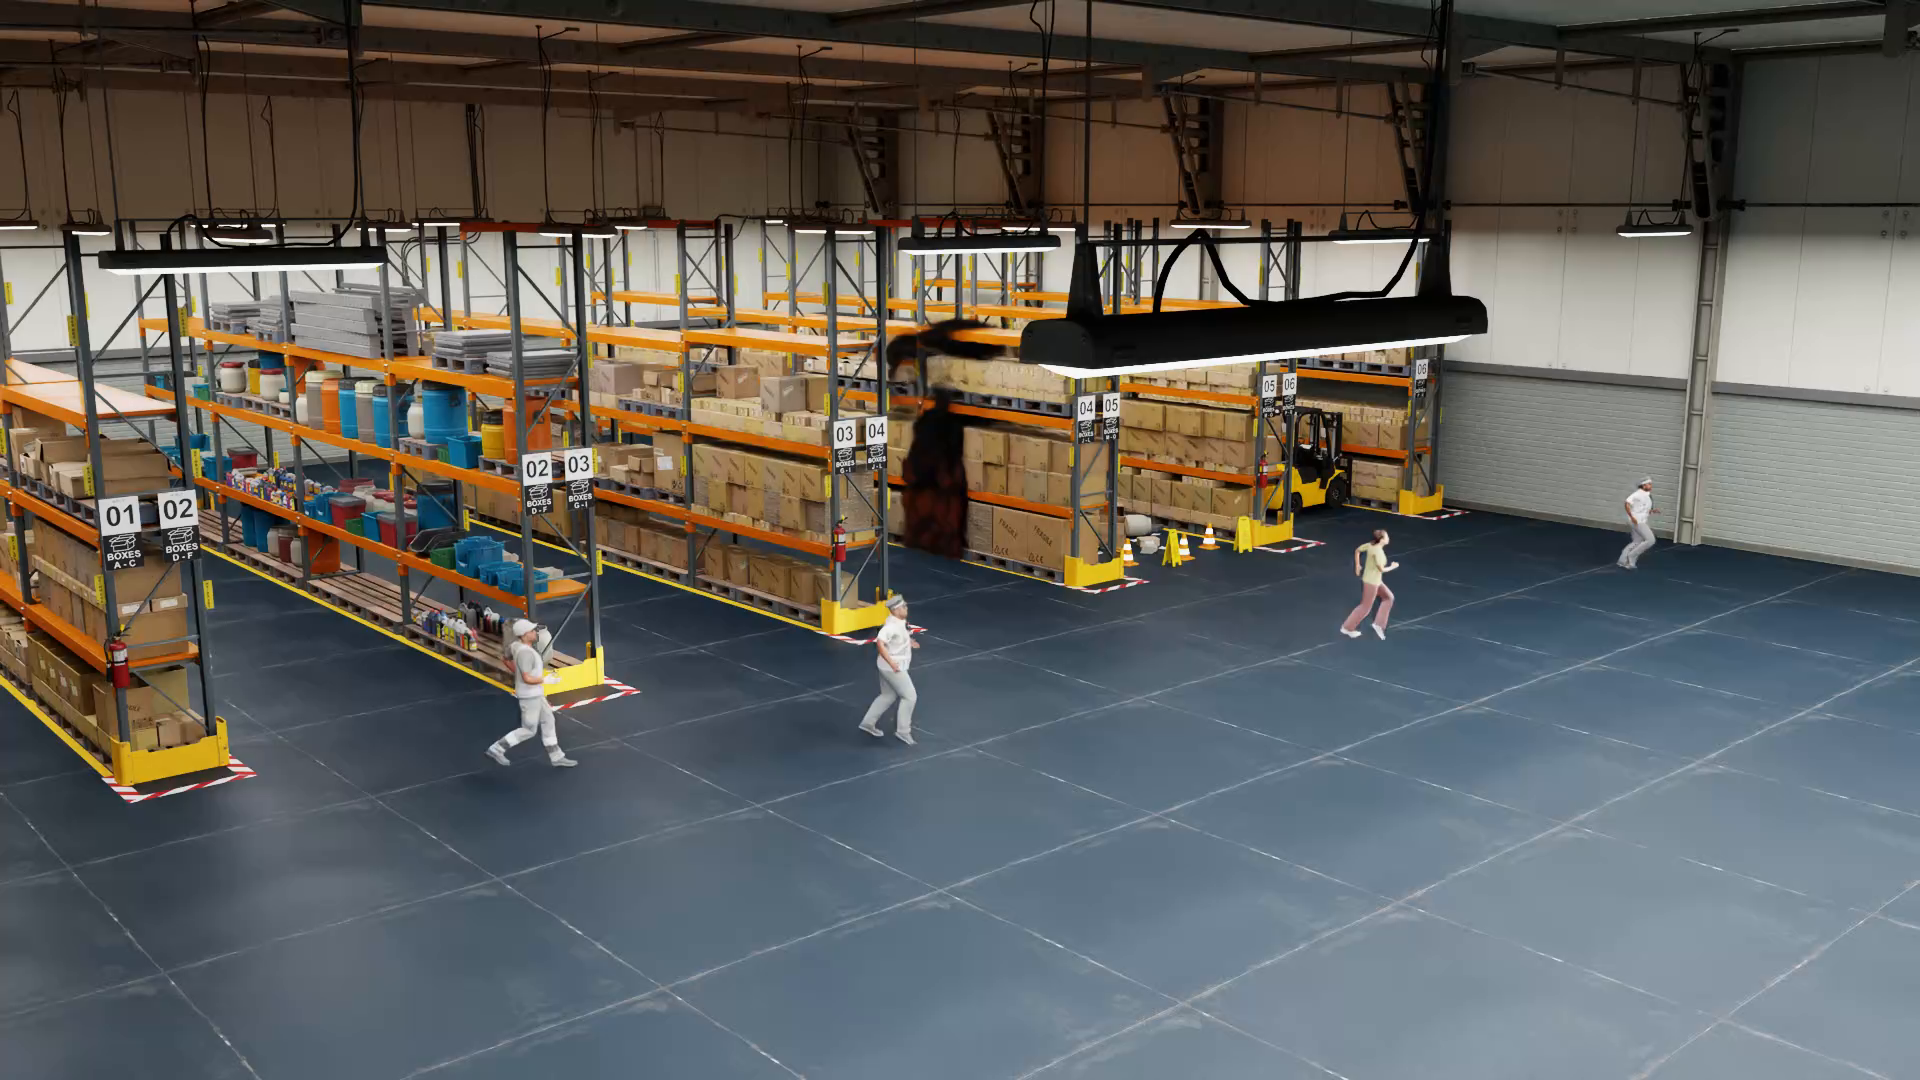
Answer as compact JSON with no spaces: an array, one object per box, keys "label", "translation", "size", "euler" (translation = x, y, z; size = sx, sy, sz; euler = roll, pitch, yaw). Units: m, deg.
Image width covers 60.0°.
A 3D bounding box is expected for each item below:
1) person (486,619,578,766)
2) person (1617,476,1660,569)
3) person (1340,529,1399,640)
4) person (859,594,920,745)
[{"label":"person","translation":[-4.845,1.750,18.698],"size":[1.006,1.779,0.669],"euler":[-4,12,-17]},{"label":"person","translation":[11.938,-0.315,29.176],"size":[0.645,1.653,0.571],"euler":[7,13,31]},{"label":"person","translation":[6.017,0.657,24.409],"size":[0.798,1.675,0.601],"euler":[0,11,1]},{"label":"person","translation":[-0.833,1.552,19.797],"size":[0.730,1.870,0.682],"euler":[-2,12,-8]}]
